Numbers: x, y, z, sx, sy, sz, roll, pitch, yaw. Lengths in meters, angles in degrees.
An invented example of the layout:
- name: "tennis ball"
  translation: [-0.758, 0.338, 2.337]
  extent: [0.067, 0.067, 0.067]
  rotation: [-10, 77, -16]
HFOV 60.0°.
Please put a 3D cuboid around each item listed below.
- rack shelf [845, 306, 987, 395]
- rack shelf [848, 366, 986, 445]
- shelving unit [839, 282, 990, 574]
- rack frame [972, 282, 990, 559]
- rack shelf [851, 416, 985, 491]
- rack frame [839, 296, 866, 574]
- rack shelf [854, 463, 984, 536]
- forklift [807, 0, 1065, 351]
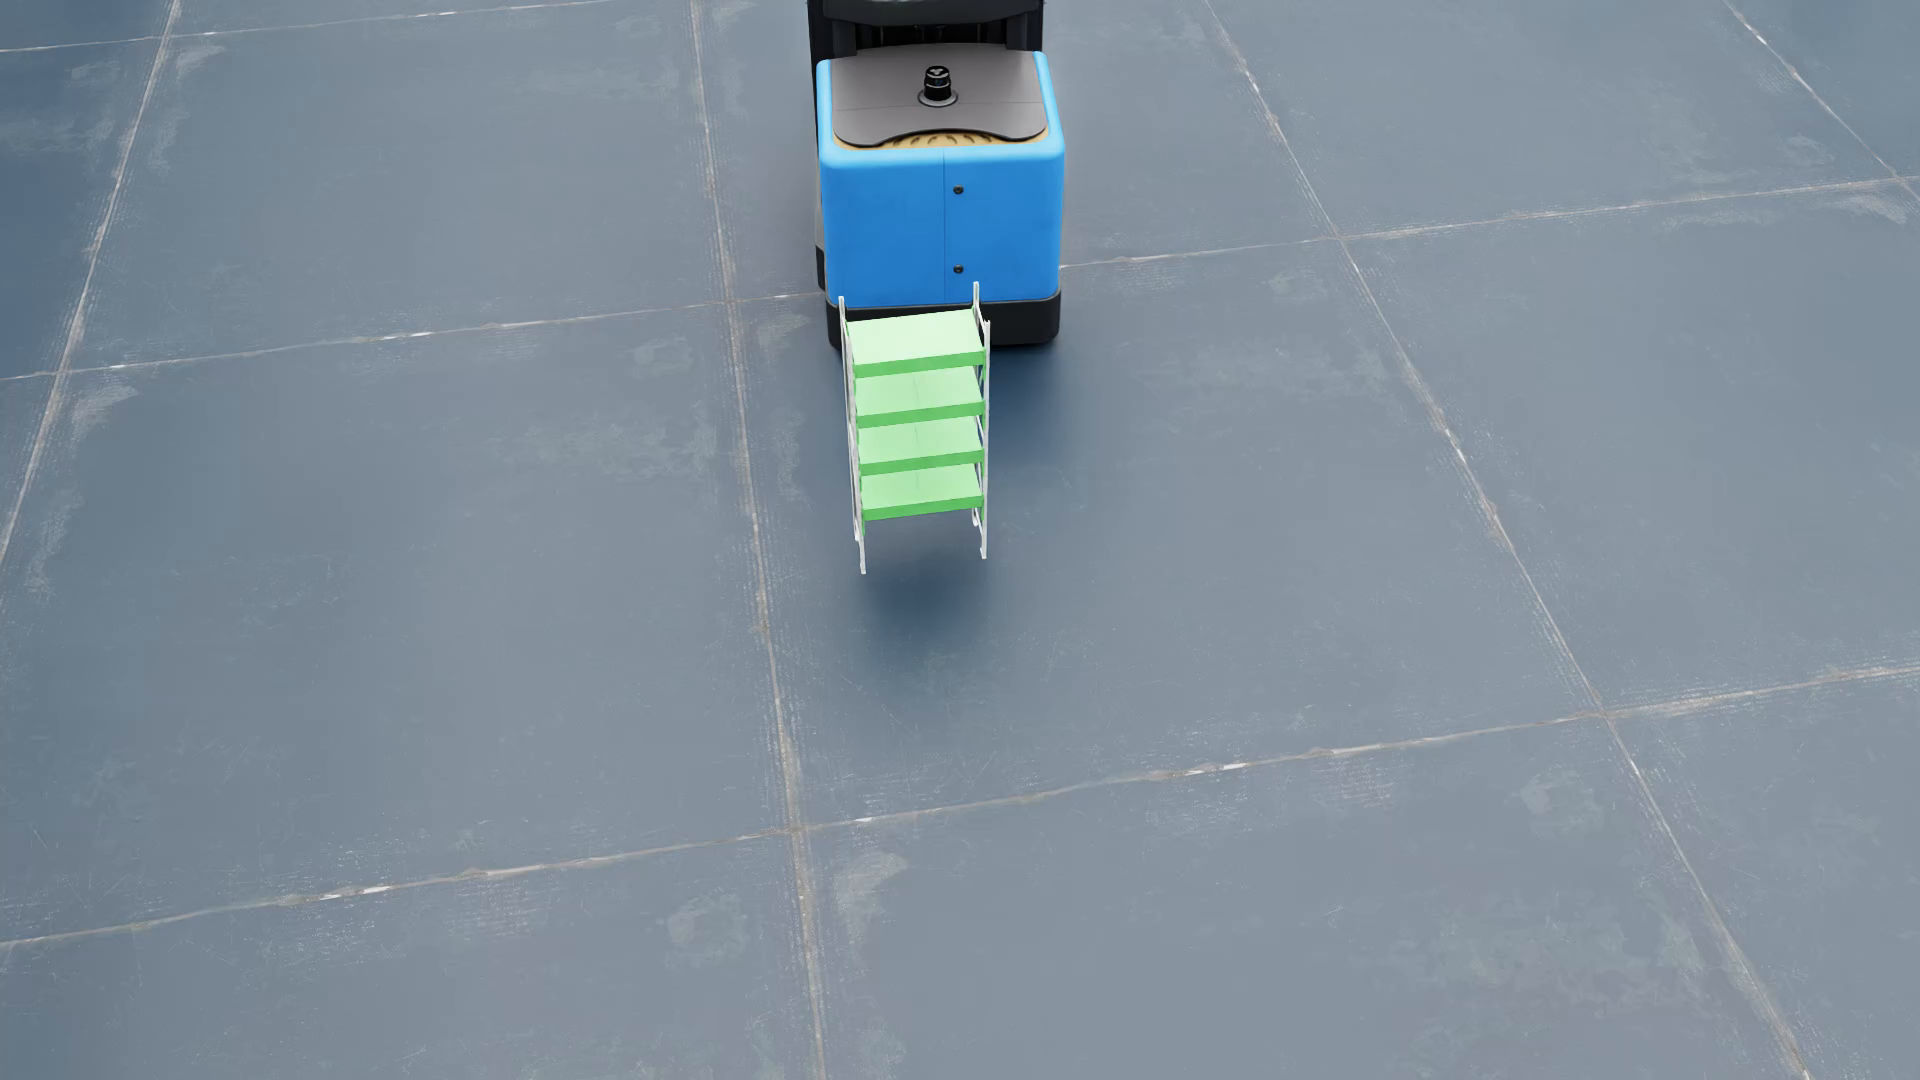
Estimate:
- name: "rack shelf"
  translation: [-0.163, -0.685, 5.999]
  extent: [0.480, 0.148, 0.258]
  rotation: [-7, 46, -7]
- name: "rack shelf"
  translation: [-0.163, -0.518, 6.172]
  extent: [0.480, 0.148, 0.258]
  rotation: [-7, 46, -7]
- name: "shelving unit"
  translation: [-0.163, -0.396, 6.298]
  extent: [0.503, 1.200, 0.258]
  rotation: [-7, 46, -7]
- name: "rack frame"
  translation: [0.077, -0.426, 6.327]
  extent: [0.015, 1.200, 0.240]
  rotation: [-7, 46, -7]
- name: "rack shelf"
  translation: [-0.163, -0.352, 6.344]
  extent: [0.480, 0.148, 0.258]
  rotation: [-7, 46, -7]
- name: "rack frame"
  translation: [-0.404, -0.366, 6.269]
  extent: [0.015, 1.200, 0.240]
  rotation: [-7, 46, -7]
- name: "rack shelf"
  translation: [-0.163, -0.185, 6.517]
  extent: [0.480, 0.148, 0.258]
  rotation: [-7, 46, -7]
- name: "forklift"
  translation: [-0.178, -2.919, 7.527]
  extent: [1.130, 2.935, 3.031]
  rotation: [-3, 46, -3]
